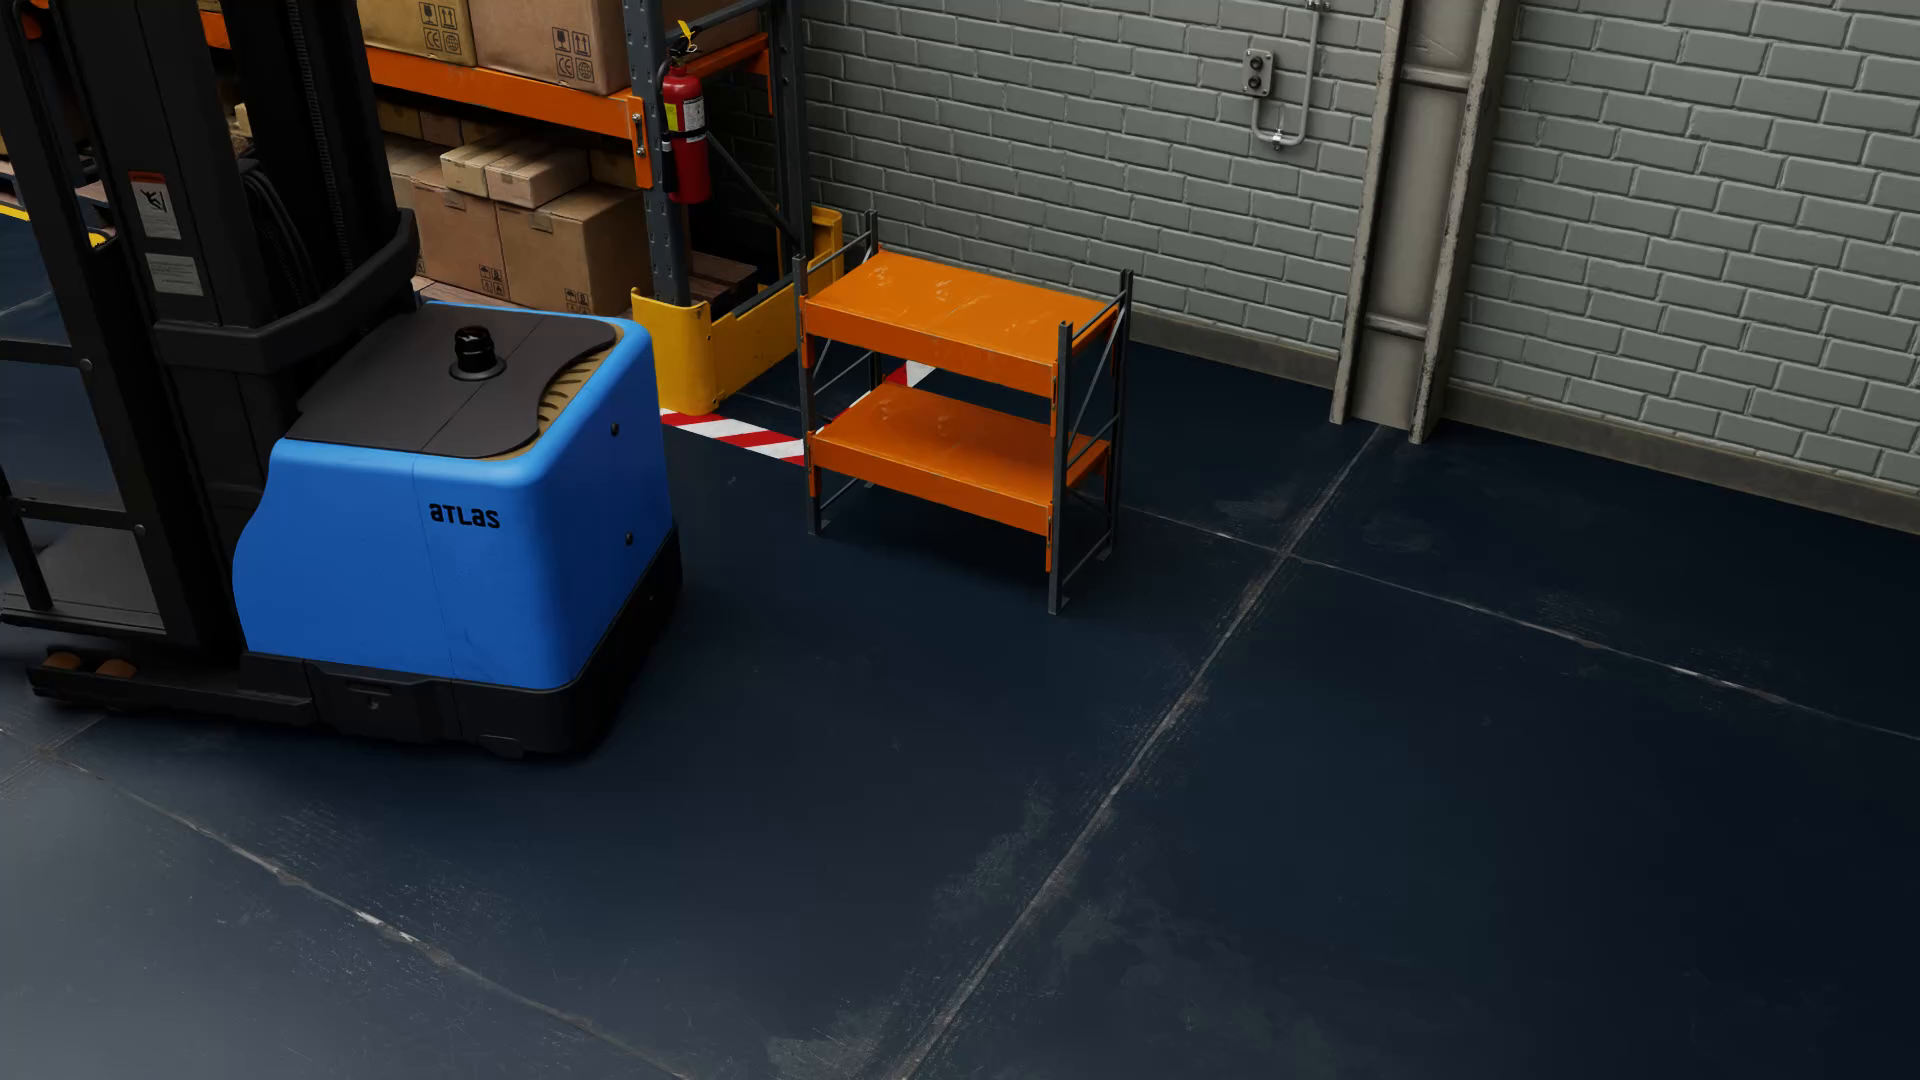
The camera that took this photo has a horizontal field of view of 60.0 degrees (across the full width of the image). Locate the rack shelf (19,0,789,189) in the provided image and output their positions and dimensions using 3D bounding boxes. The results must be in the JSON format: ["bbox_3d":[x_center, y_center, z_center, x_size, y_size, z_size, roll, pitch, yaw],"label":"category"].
[{"bbox_3d":[-2.709,-2.344,7.713,4.000,0.370,1.077,18,37,24],"label":"rack shelf"}]

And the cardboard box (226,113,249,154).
[{"bbox_3d":[-3.412,-1.933,8.323,0.500,0.500,0.700,17,37,24],"label":"cardboard box"}]

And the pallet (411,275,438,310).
[{"bbox_3d":[-2.760,-1.451,8.239,1.213,0.211,1.003,18,37,24],"label":"pallet"}]

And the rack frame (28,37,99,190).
[{"bbox_3d":[-4.445,-3.193,8.339,0.127,3.000,1.000,18,37,24],"label":"rack frame"}]

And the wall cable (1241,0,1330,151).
[{"bbox_3d":[0.609,-2.619,6.561,1.851,1.984,0.084,18,37,24],"label":"wall cable"}]

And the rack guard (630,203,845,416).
[{"bbox_3d":[-0.951,-1.046,7.370,0.348,0.500,1.175,18,37,24],"label":"rack guard"}]

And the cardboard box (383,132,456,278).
[{"bbox_3d":[-2.501,-1.648,7.894,0.500,0.500,0.700,16,37,23],"label":"cardboard box"}]

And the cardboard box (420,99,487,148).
[{"bbox_3d":[-2.300,-1.982,7.811,0.250,0.149,0.380,18,38,25],"label":"cardboard box"}]

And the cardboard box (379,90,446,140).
[{"bbox_3d":[-2.524,-2.052,7.916,0.250,0.149,0.380,18,38,25],"label":"cardboard box"}]

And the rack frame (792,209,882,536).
[{"bbox_3d":[-0.435,-0.606,6.145,0.032,1.125,0.500,18,37,24],"label":"rack frame"}]

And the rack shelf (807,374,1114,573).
[{"bbox_3d":[0.006,-0.263,6.071,1.000,0.278,0.538,18,37,24],"label":"rack shelf"}]

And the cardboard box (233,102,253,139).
[{"bbox_3d":[-3.187,-2.017,7.864,0.250,0.149,0.380,16,37,23],"label":"cardboard box"}]

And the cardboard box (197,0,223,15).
[{"bbox_3d":[-3.351,-2.958,7.715,0.700,0.700,0.980,17,37,23],"label":"cardboard box"}]

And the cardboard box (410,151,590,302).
[{"bbox_3d":[-2.064,-1.510,7.687,0.500,0.500,0.700,17,37,24],"label":"cardboard box"}]

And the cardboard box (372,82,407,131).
[{"bbox_3d":[-2.743,-2.122,8.021,0.250,0.149,0.380,17,37,24],"label":"cardboard box"}]

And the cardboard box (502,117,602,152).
[{"bbox_3d":[-1.862,-1.843,7.602,0.250,0.149,0.380,18,38,25],"label":"cardboard box"}]

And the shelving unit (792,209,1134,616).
[{"bbox_3d":[0.006,-0.466,5.935,1.048,1.125,0.538,18,37,24],"label":"shelving unit"}]

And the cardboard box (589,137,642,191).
[{"bbox_3d":[-1.422,-1.704,7.394,0.250,0.149,0.380,18,38,25],"label":"cardboard box"}]

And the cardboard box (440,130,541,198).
[{"bbox_3d":[-2.054,-1.660,7.327,0.250,0.149,0.380,19,38,26],"label":"cardboard box"}]

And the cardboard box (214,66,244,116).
[{"bbox_3d":[-3.640,-2.161,8.080,0.250,0.149,0.380,19,38,26],"label":"cardboard box"}]

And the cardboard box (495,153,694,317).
[{"bbox_3d":[-1.630,-1.372,7.481,0.500,0.500,0.700,18,37,24],"label":"cardboard box"}]

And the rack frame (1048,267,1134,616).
[{"bbox_3d":[0.447,-0.327,5.725,0.032,1.125,0.500,18,37,24],"label":"rack frame"}]

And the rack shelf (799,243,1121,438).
[{"bbox_3d":[0.006,-0.710,5.773,1.000,0.278,0.538,18,37,24],"label":"rack shelf"}]

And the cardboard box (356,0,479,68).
[{"bbox_3d":[-2.057,-2.548,7.100,0.700,0.700,0.980,17,37,24],"label":"cardboard box"}]

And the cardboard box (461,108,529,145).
[{"bbox_3d":[-2.079,-1.912,7.706,0.250,0.149,0.380,18,38,25],"label":"cardboard box"}]

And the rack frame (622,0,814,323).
[{"bbox_3d":[-0.972,-2.093,6.687,0.127,3.000,1.000,18,37,24],"label":"rack frame"}]

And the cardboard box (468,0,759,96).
[{"bbox_3d":[-1.420,-2.354,6.808,0.700,0.700,0.980,19,38,26],"label":"cardboard box"}]

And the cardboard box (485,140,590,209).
[{"bbox_3d":[-1.832,-1.590,7.222,0.250,0.149,0.380,17,37,24],"label":"cardboard box"}]

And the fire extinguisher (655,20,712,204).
[{"bbox_3d":[-1.070,-1.642,6.416,0.183,0.674,0.296,18,37,24],"label":"fire extinguisher"}]

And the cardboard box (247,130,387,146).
[{"bbox_3d":[-2.968,-1.791,8.109,0.500,0.500,0.700,18,38,25],"label":"cardboard box"}]

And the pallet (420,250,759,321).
[{"bbox_3d":[-1.705,-1.115,7.734,1.213,0.211,1.003,18,37,24],"label":"pallet"}]

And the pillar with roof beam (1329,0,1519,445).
[{"bbox_3d":[-0.335,-2.192,1.424,0.400,9.000,9.100,18,37,24],"label":"pillar with roof beam"}]

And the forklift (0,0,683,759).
[{"bbox_3d":[-2.552,-0.944,5.023,3.031,2.935,1.130,6,34,10],"label":"forklift"}]

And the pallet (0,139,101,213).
[{"bbox_3d":[-5.153,-2.209,9.376,1.213,0.211,1.003,18,37,24],"label":"pallet"}]

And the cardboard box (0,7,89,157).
[{"bbox_3d":[-5.074,-2.590,8.993,0.750,0.750,0.750,18,38,25],"label":"cardboard box"}]

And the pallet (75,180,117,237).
[{"bbox_3d":[-3.824,-1.786,8.742,1.213,0.211,1.003,18,37,24],"label":"pallet"}]

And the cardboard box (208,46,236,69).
[{"bbox_3d":[-3.874,-2.478,8.556,0.250,0.149,0.380,17,37,24],"label":"cardboard box"}]
